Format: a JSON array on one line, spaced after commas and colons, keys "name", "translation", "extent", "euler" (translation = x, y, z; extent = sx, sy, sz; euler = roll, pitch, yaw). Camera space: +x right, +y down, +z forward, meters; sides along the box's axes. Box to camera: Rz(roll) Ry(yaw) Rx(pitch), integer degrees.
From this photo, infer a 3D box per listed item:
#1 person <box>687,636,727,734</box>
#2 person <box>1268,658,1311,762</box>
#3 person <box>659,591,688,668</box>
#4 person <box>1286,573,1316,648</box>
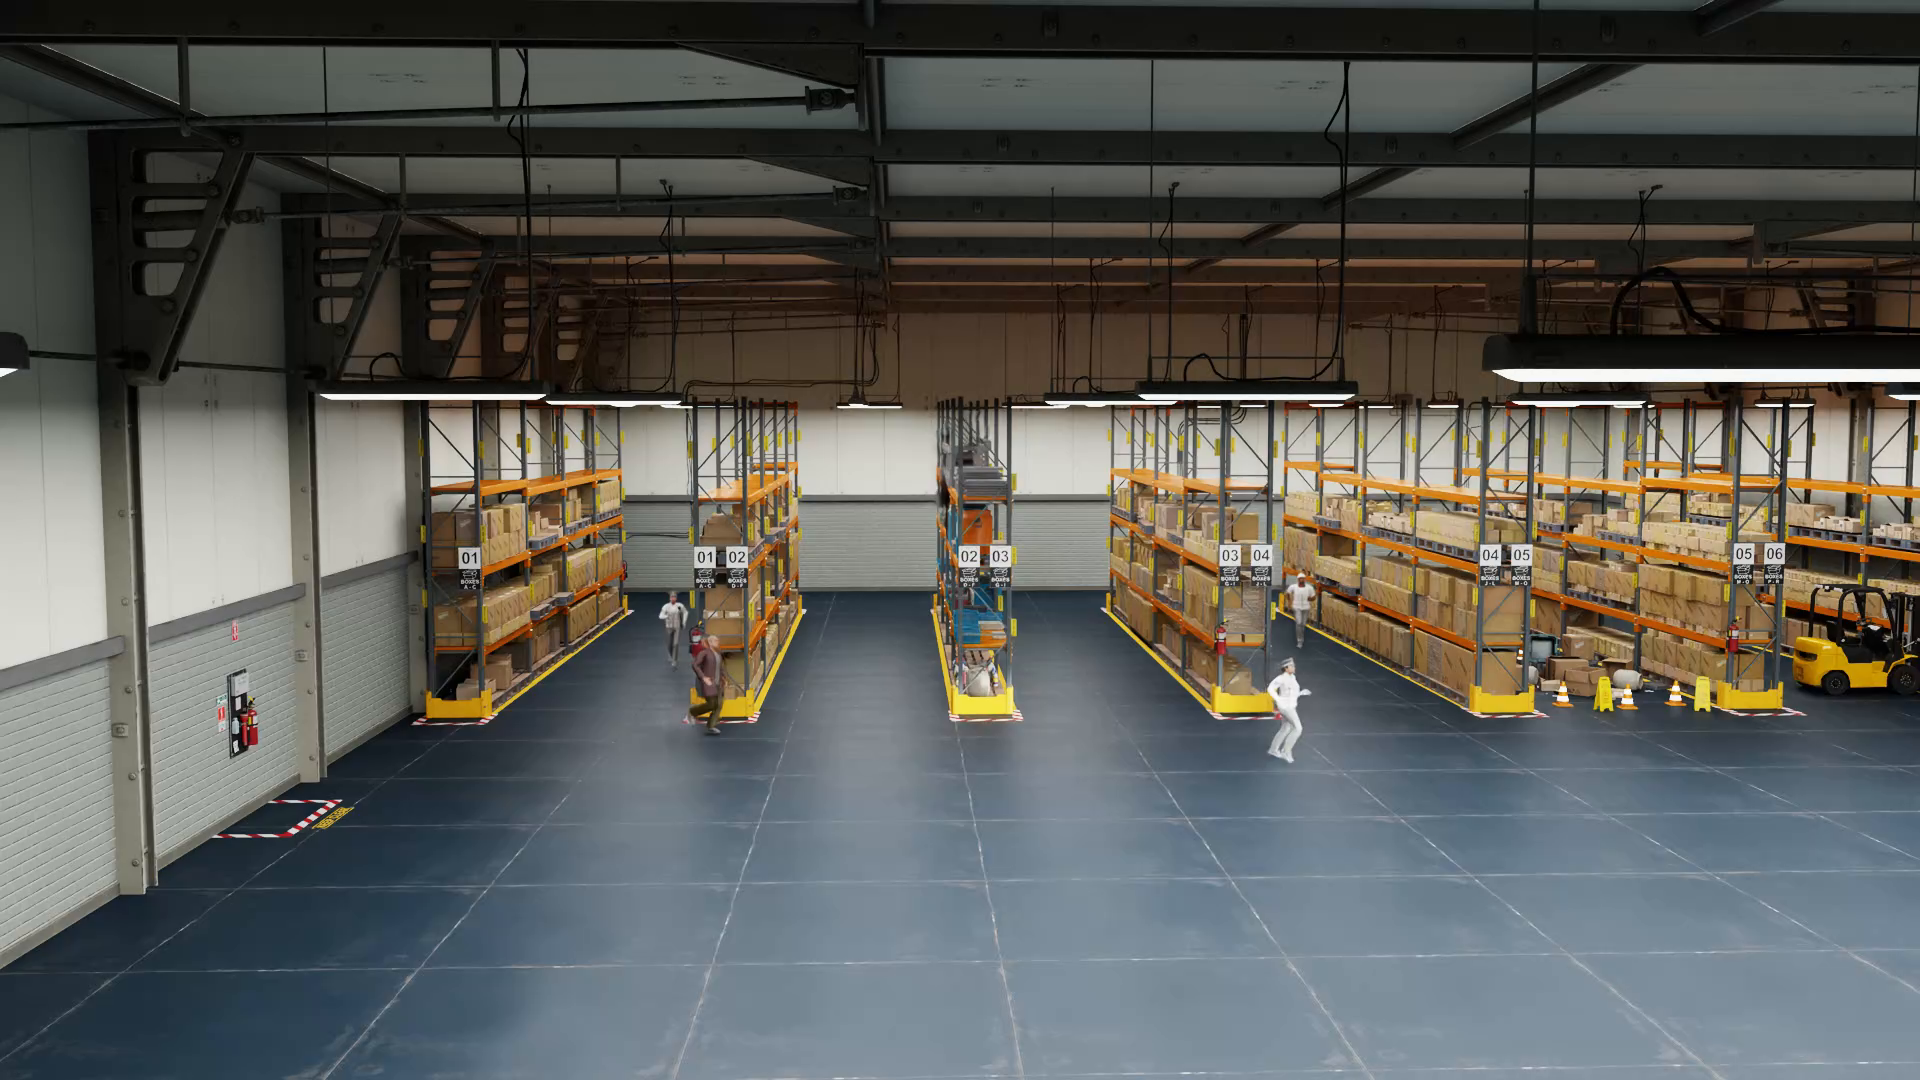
[{"name": "person", "translation": [-4.443, 2.569, 29.771], "extent": [0.763, 1.703, 0.762], "euler": [3, 5, 31]}, {"name": "person", "translation": [5.404, 2.785, 27.335], "extent": [0.681, 1.731, 0.597], "euler": [2, 5, 29]}, {"name": "person", "translation": [-6.410, 1.969, 37.203], "extent": [0.617, 1.669, 0.930], "euler": [-1, 4, -7]}, {"name": "person", "translation": [8.348, 1.700, 40.611], "extent": [0.680, 1.800, 0.839], "euler": [0, 4, 1]}]
